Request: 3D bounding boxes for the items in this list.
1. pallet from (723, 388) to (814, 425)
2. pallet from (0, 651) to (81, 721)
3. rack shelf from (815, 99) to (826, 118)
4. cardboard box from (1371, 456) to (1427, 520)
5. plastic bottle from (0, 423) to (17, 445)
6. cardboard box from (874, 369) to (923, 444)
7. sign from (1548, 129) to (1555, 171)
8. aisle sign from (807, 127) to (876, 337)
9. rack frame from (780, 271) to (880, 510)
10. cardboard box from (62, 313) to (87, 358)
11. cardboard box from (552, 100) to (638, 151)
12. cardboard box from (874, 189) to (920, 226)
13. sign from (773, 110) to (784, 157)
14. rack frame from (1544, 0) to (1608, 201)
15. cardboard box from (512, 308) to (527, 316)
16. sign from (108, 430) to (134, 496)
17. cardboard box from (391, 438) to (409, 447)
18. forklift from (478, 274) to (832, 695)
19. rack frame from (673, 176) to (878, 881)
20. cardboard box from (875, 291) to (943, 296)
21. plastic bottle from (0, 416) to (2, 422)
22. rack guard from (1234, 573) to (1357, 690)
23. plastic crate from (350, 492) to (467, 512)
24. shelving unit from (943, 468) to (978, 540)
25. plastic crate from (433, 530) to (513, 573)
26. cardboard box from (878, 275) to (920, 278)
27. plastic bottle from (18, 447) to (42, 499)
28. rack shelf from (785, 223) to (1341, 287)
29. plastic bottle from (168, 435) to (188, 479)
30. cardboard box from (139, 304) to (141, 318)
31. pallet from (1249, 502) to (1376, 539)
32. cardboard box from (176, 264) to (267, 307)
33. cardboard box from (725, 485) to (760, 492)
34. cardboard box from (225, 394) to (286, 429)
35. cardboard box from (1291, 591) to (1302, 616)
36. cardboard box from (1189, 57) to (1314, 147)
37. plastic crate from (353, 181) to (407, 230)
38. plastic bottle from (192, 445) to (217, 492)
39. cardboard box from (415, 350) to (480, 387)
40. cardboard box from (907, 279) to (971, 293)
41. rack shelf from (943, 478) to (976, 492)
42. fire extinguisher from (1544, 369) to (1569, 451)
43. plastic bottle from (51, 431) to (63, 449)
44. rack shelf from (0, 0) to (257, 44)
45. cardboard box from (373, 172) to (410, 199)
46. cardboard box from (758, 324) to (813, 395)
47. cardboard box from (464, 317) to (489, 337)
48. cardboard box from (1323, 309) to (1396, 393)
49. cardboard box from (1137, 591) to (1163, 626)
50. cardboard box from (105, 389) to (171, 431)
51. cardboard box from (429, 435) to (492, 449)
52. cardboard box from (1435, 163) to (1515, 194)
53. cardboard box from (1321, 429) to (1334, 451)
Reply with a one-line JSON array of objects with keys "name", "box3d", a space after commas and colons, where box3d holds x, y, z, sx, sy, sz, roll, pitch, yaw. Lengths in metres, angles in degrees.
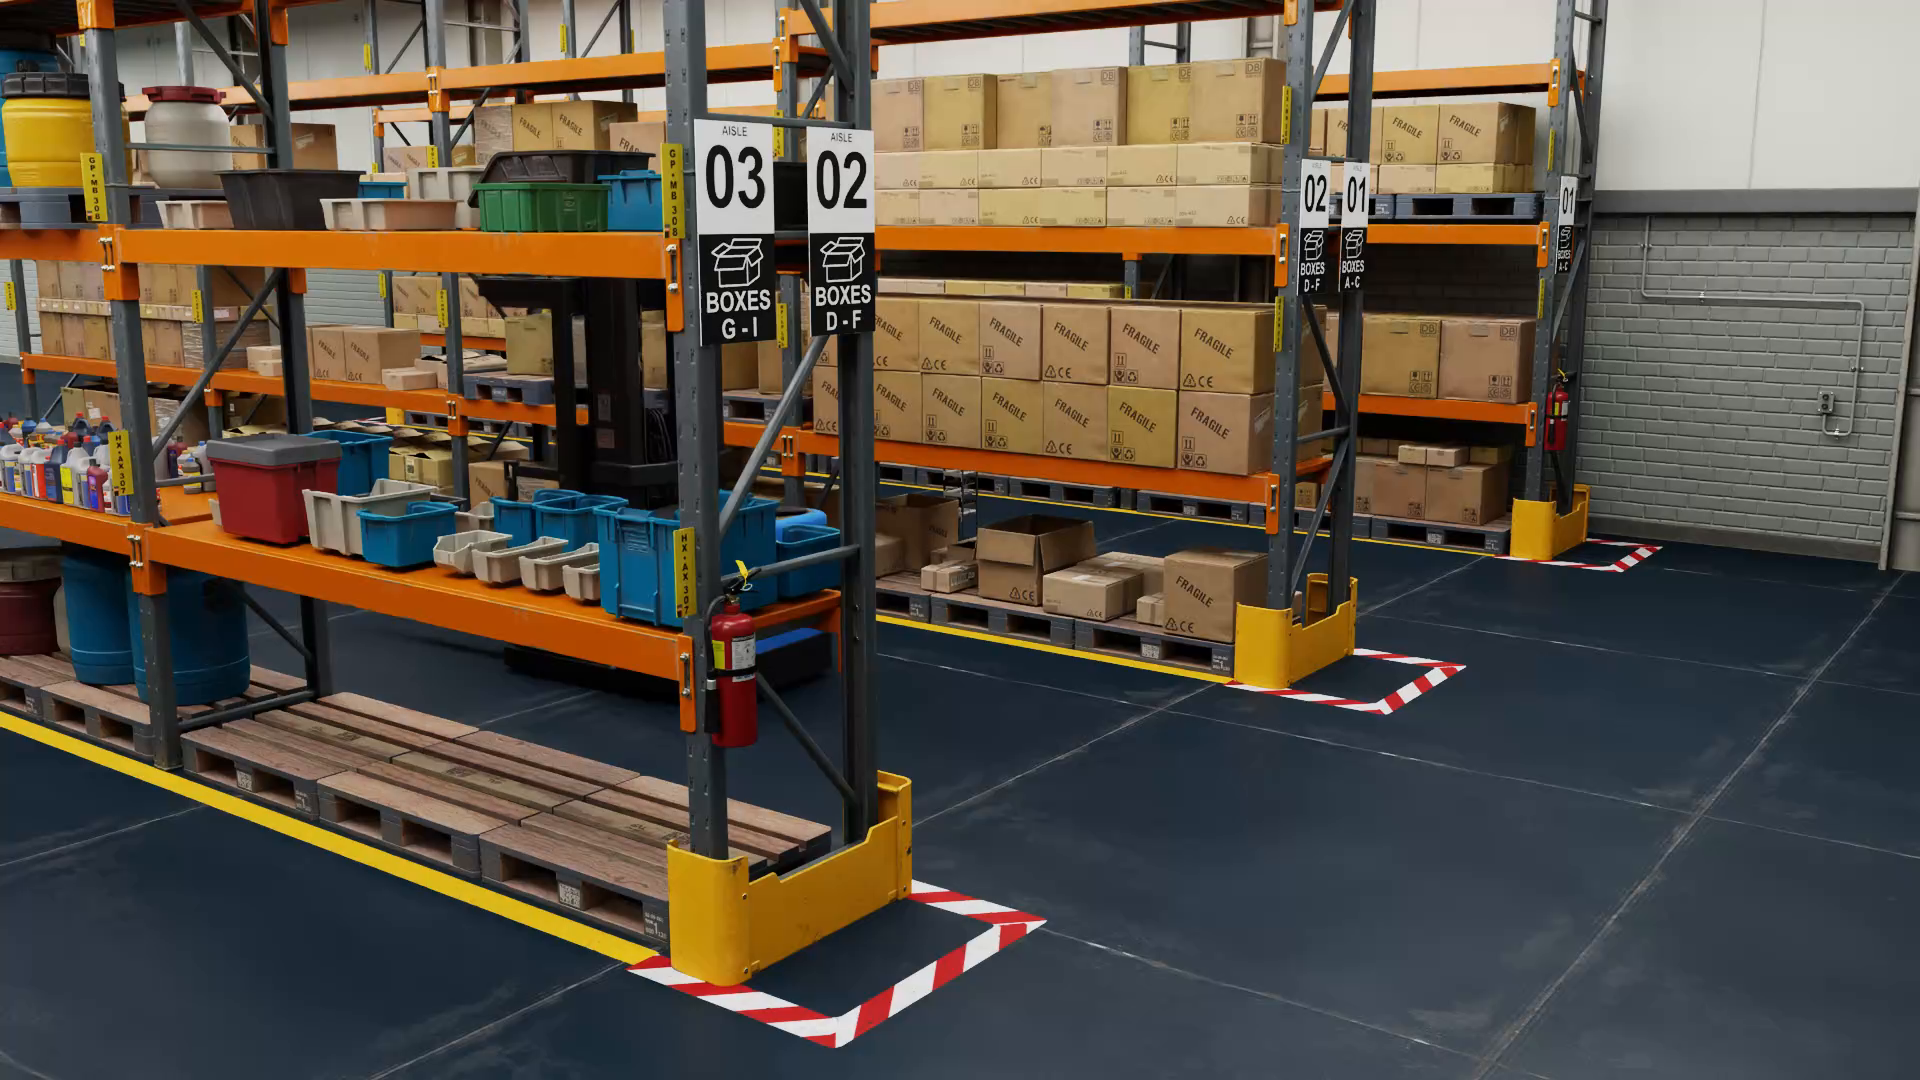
[{"name": "pallet", "box3d": [-1.562, -1.107, 13.358, 1.213, 0.211, 1.003, 8, 13, 36]}, {"name": "pallet", "box3d": [-5.502, 0.802, 10.326, 1.213, 0.211, 1.003, 8, 13, 36]}, {"name": "rack shelf", "box3d": [0.335, -4.474, 17.410, 4.000, 0.370, 1.077, 8, 13, 36]}, {"name": "cardboard box", "box3d": [4.144, -0.502, 15.203, 0.500, 0.500, 0.700, 8, 13, 35]}, {"name": "plastic bottle", "box3d": [-5.758, -0.528, 9.990, 0.185, 0.351, 0.144, 8, 13, 36]}, {"name": "cardboard box", "box3d": [-0.318, -0.987, 11.973, 0.500, 0.500, 0.500, 8, 14, 37]}, {"name": "sign", "box3d": [4.839, -3.190, 13.604, 0.005, 0.325, 0.100, 8, 13, 36]}, {"name": "aisle sign", "box3d": [-0.459, -1.200, 6.493, 0.004, 0.787, 0.394, 8, 13, 36]}, {"name": "rack frame", "box3d": [-0.982, -1.094, 12.789, 0.127, 3.000, 1.000, 8, 13, 36]}, {"name": "cardboard box", "box3d": [-9.859, -2.380, 19.170, 0.500, 0.500, 0.700, 8, 14, 37]}, {"name": "cardboard box", "box3d": [-3.036, -3.392, 13.873, 0.500, 0.500, 0.500, 8, 13, 36]}, {"name": "cardboard box", "box3d": [-0.336, -2.344, 11.746, 0.500, 0.250, 0.500, 8, 13, 36]}, {"name": "sign", "box3d": [-1.308, -2.929, 11.976, 0.005, 0.325, 0.100, 8, 13, 36]}, {"name": "rack frame", "box3d": [5.171, -4.349, 13.817, 0.127, 3.000, 1.000, 8, 13, 36]}, {"name": "cardboard box", "box3d": [-5.471, -3.118, 21.617, 0.500, 0.500, 0.500, 8, 13, 35]}, {"name": "sign", "box3d": [-4.244, -0.388, 8.411, 0.005, 0.325, 0.100, 8, 13, 36]}, {"name": "cardboard box", "box3d": [-5.602, -0.811, 15.984, 0.500, 0.311, 0.500, 8, 13, 35]}, {"name": "forklift", "box3d": [-2.320, -0.650, 10.671, 3.031, 2.935, 1.130, 7, 13, 33]}, {"name": "rack frame", "box3d": [-0.693, 0.113, 6.547, 0.127, 3.000, 1.000, 8, 13, 36]}, {"name": "cardboard box", "box3d": [-0.421, -1.617, 12.596, 0.500, 0.500, 0.500, 8, 14, 36]}, {"name": "plastic bottle", "box3d": [-6.562, -0.749, 11.310, 0.133, 0.283, 0.061, 8, 13, 36]}, {"name": "rack guard", "box3d": [2.181, 0.574, 10.746, 0.348, 0.500, 1.175, 8, 13, 36]}, {"name": "plastic crate", "box3d": [-2.856, -0.146, 8.454, 0.590, 0.125, 0.437, 8, 13, 36]}, {"name": "shelving unit", "box3d": [0.007, -0.441, 14.940, 0.210, 0.900, 0.258, 8, 13, 36]}, {"name": "plastic crate", "box3d": [-2.171, 0.056, 7.377, 0.250, 0.136, 0.298, 8, 13, 36]}, {"name": "cardboard box", "box3d": [-0.758, -2.865, 18.867, 0.500, 0.250, 0.500, 8, 14, 37]}, {"name": "plastic bottle", "box3d": [-5.235, -0.383, 9.440, 0.135, 0.276, 0.152, 8, 13, 36]}, {"name": "rack shelf", "box3d": [0.630, -1.989, 11.410, 4.000, 0.370, 1.077, 8, 13, 36]}, {"name": "plastic bottle", "box3d": [-4.676, -0.486, 9.949, 0.133, 0.283, 0.061, 8, 13, 36]}, {"name": "cardboard box", "box3d": [-8.799, -2.502, 18.095, 0.250, 0.149, 0.380, 8, 14, 37]}, {"name": "pallet", "box3d": [3.501, -0.250, 15.764, 1.213, 0.211, 1.003, 8, 13, 36]}, {"name": "cardboard box", "box3d": [-7.791, -2.729, 17.558, 0.500, 0.500, 0.700, 8, 14, 36]}, {"name": "cardboard box", "box3d": [-1.943, -0.152, 13.339, 0.500, 0.500, 0.500, 8, 14, 36]}, {"name": "cardboard box", "box3d": [-7.619, -1.318, 18.106, 0.500, 0.500, 0.500, 8, 13, 36]}, {"name": "cardboard box", "box3d": [2.108, 0.439, 11.209, 0.250, 0.149, 0.380, 8, 13, 36]}, {"name": "cardboard box", "box3d": [1.818, -2.713, 10.361, 0.500, 0.500, 0.700, 8, 13, 36]}, {"name": "plastic crate", "box3d": [-2.994, -1.673, 8.326, 0.300, 0.233, 0.416, 8, 13, 36]}, {"name": "plastic bottle", "box3d": [-4.360, -0.427, 9.666, 0.135, 0.276, 0.152, 8, 13, 36]}, {"name": "cardboard box", "box3d": [-4.812, -1.631, 15.795, 0.500, 0.311, 0.500, 8, 13, 35]}, {"name": "cardboard box", "box3d": [-0.225, -2.670, 17.858, 0.500, 0.250, 0.500, 8, 14, 36]}, {"name": "rack shelf", "box3d": [0.007, -0.497, 14.929, 0.200, 0.077, 0.258, 8, 13, 36]}, {"name": "fire extinguisher", "box3d": [5.019, -1.095, 13.977, 0.183, 0.674, 0.296, 8, 13, 36]}, {"name": "plastic bottle", "box3d": [-5.824, -0.601, 10.762, 0.097, 0.201, 0.097, 0, 11, 0]}, {"name": "rack shelf", "box3d": [-5.529, -2.957, 9.570, 4.000, 0.370, 1.077, 8, 13, 36]}, {"name": "cardboard box", "box3d": [-5.038, -3.248, 15.313, 0.500, 0.250, 0.500, 8, 14, 37]}, {"name": "cardboard box", "box3d": [-1.232, -1.437, 13.192, 0.500, 0.500, 0.700, 3, 11, 16]}, {"name": "cardboard box", "box3d": [-6.279, -2.863, 22.276, 0.500, 0.250, 0.500, 8, 14, 36]}, {"name": "cardboard box", "box3d": [3.552, -1.774, 15.511, 0.700, 0.700, 0.980, 7, 13, 33]}, {"name": "cardboard box", "box3d": [1.385, 0.448, 11.120, 0.250, 0.166, 0.380, 8, 13, 36]}, {"name": "cardboard box", "box3d": [-9.146, -1.404, 18.551, 0.500, 0.500, 0.500, 8, 13, 36]}, {"name": "cardboard box", "box3d": [-4.883, -0.837, 16.117, 0.500, 0.311, 0.500, 8, 13, 34]}, {"name": "cardboard box", "box3d": [4.424, -3.099, 14.282, 0.500, 0.250, 0.500, 8, 14, 37]}, {"name": "cardboard box", "box3d": [3.540, -0.952, 15.819, 0.250, 0.149, 0.380, 8, 13, 35]}]
